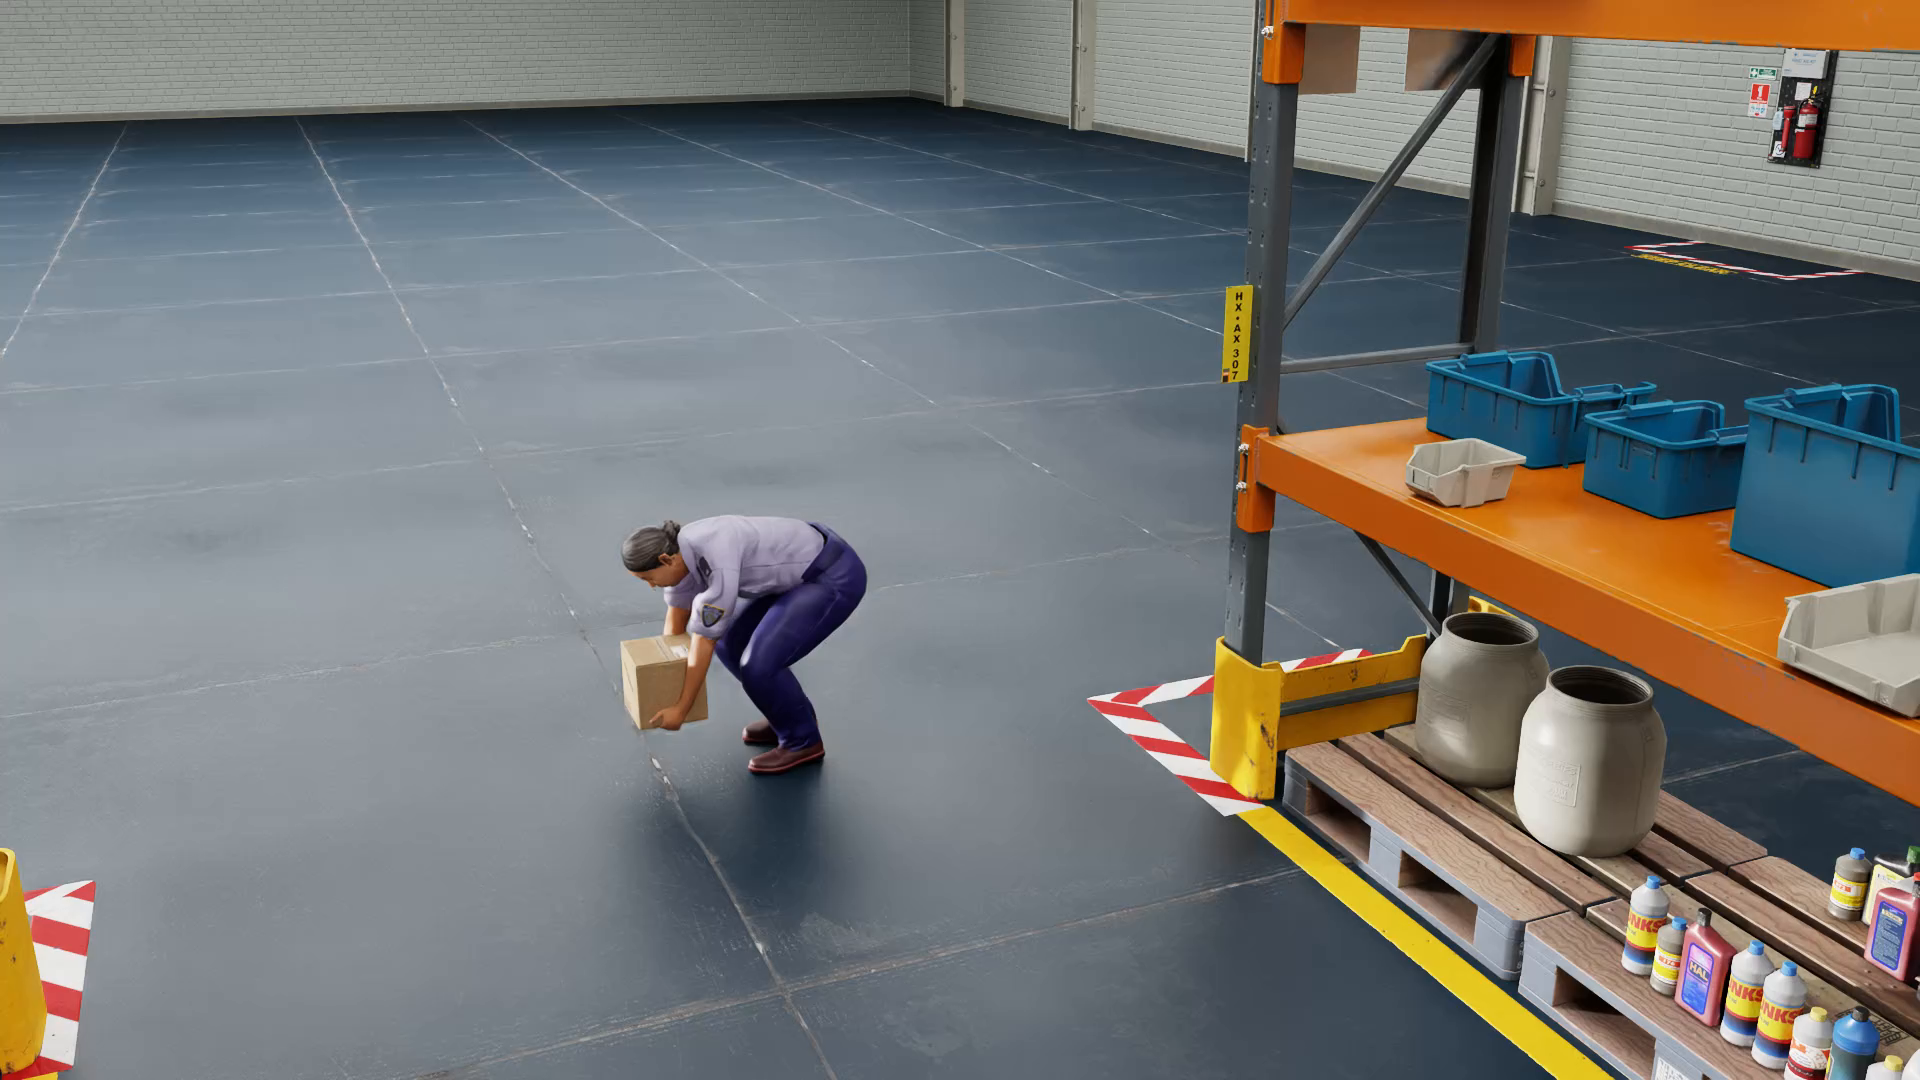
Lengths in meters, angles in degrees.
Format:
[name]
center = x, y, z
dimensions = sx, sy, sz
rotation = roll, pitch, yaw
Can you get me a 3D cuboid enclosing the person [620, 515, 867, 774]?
[person]
center = -0.783, 0.350, 6.094
dimensions = 0.892, 0.985, 0.504
rotation = -9, 21, -25
